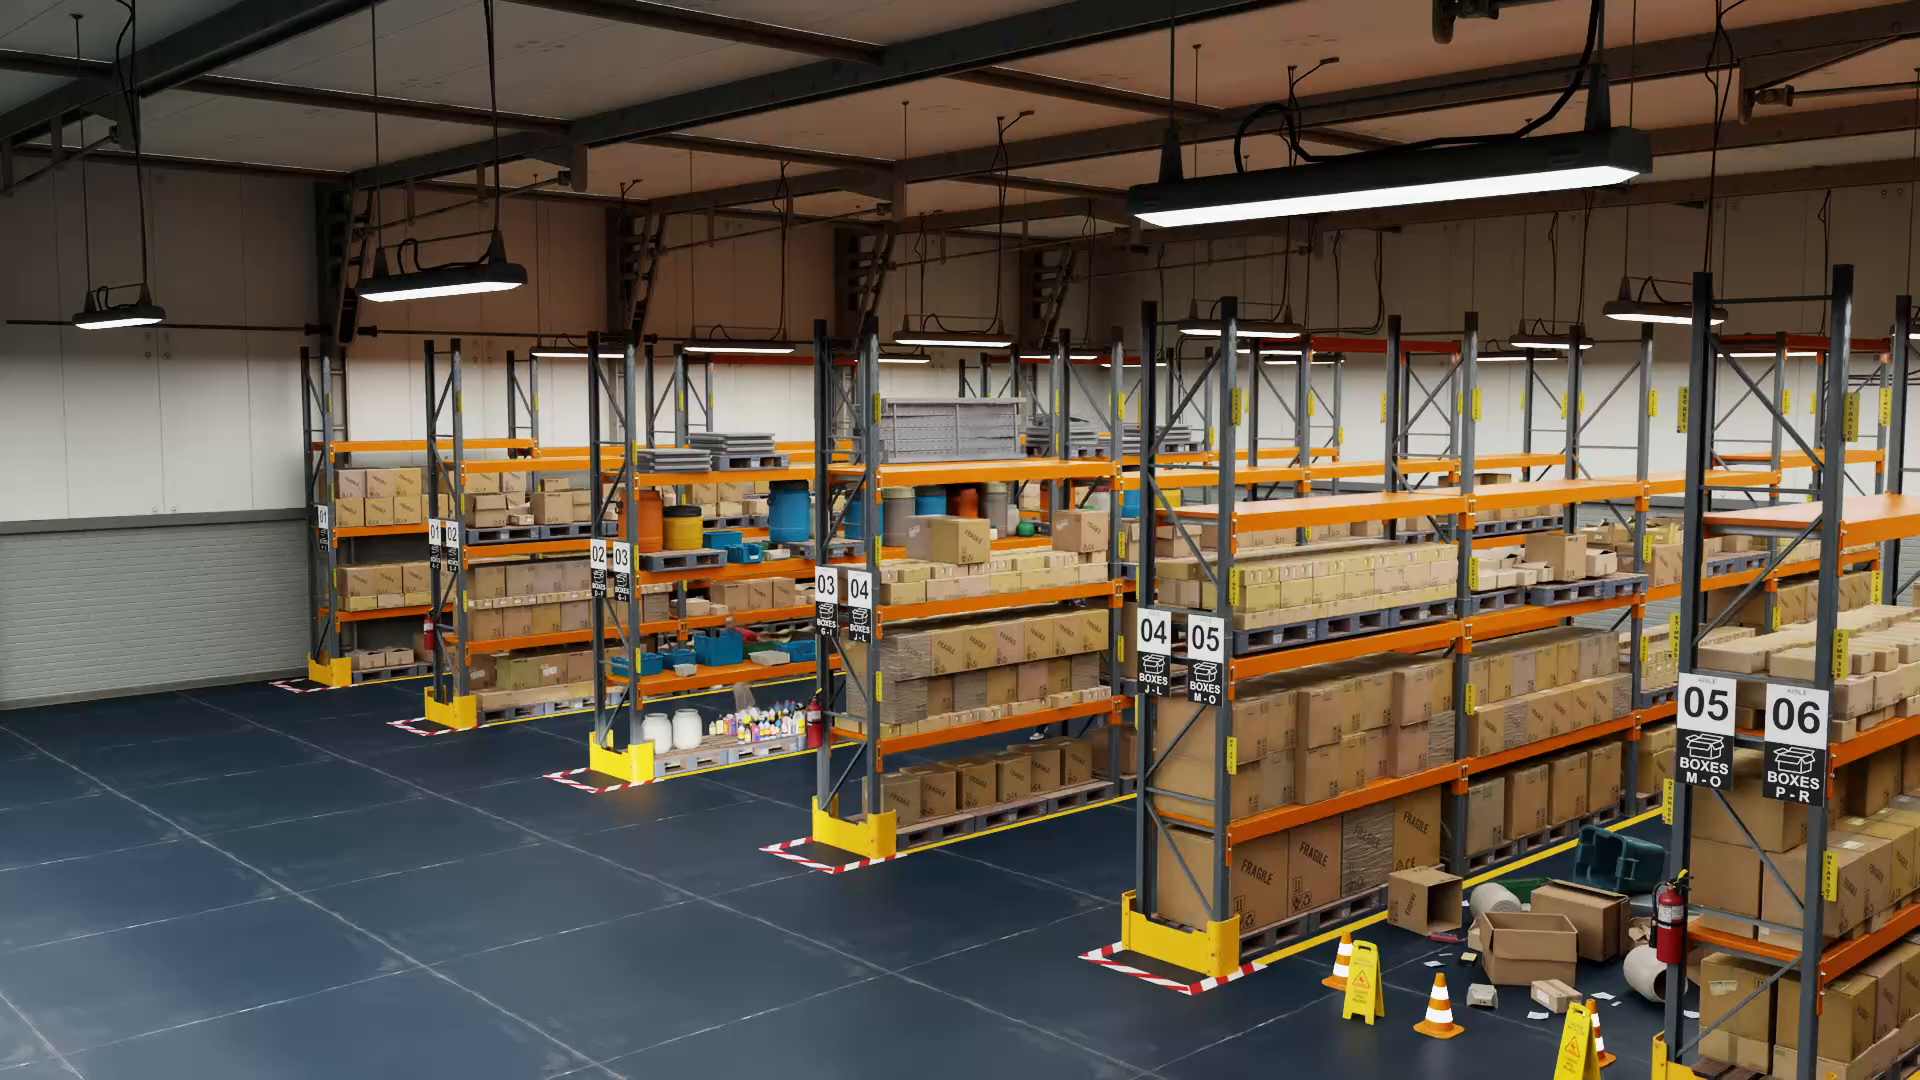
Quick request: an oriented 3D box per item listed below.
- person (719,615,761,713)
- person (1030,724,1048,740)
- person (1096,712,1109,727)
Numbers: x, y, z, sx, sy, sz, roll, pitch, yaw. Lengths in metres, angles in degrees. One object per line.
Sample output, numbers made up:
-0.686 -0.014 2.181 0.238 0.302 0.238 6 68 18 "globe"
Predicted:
-3.493 2.026 26.327 0.670 1.711 0.994 3 6 30 "person"
1.157 2.191 24.859 0.428 1.580 0.540 -3 6 -27 "person"
2.130 2.145 25.092 0.556 1.626 0.544 3 6 31 "person"
